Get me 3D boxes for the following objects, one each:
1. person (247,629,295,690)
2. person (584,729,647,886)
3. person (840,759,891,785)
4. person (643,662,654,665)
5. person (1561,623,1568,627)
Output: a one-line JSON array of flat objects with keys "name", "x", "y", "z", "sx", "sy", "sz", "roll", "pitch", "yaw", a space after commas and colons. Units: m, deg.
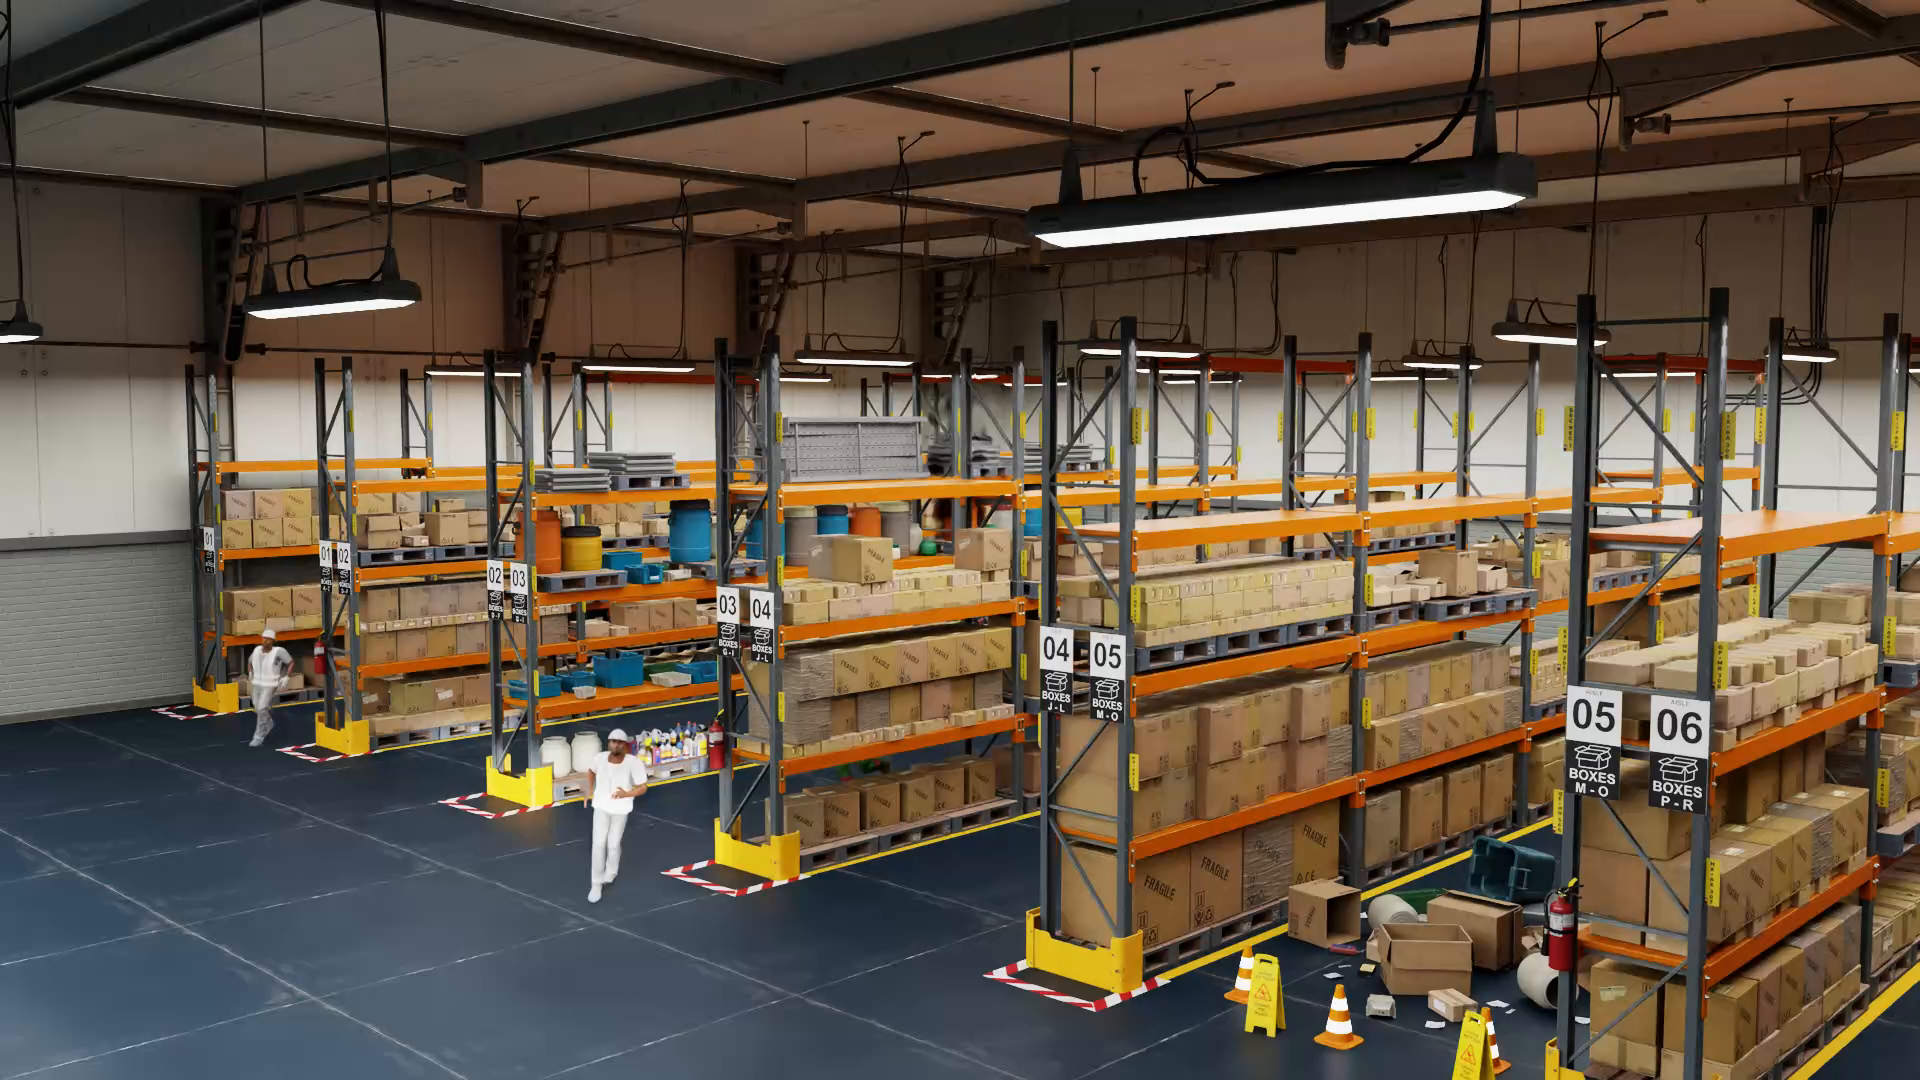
[{"name": "person", "x": 5.507, "y": 2.179, "z": 27.417, "sx": 32.354, "sy": 1.790, "sz": 9.259, "roll": 1, "pitch": 4, "yaw": 11}, {"name": "person", "x": -3.702, "y": 2.836, "z": 17.859, "sx": 0.696, "sy": 1.641, "sz": 0.749, "roll": 0, "pitch": 4, "yaw": -4}, {"name": "person", "x": -1.411, "y": 2.629, "z": 22.001, "sx": 0.649, "sy": 1.756, "sz": 0.667, "roll": 4, "pitch": 6, "yaw": 41}, {"name": "person", "x": -1.606, "y": 2.745, "z": 17.313, "sx": 15.563, "sy": 1.285, "sz": 21.153, "roll": 1, "pitch": 5, "yaw": 18}, {"name": "person", "x": 9.805, "y": 2.241, "z": 26.898, "sx": 0.749, "sy": 1.802, "sz": 0.692, "roll": -3, "pitch": 6, "yaw": -38}]
